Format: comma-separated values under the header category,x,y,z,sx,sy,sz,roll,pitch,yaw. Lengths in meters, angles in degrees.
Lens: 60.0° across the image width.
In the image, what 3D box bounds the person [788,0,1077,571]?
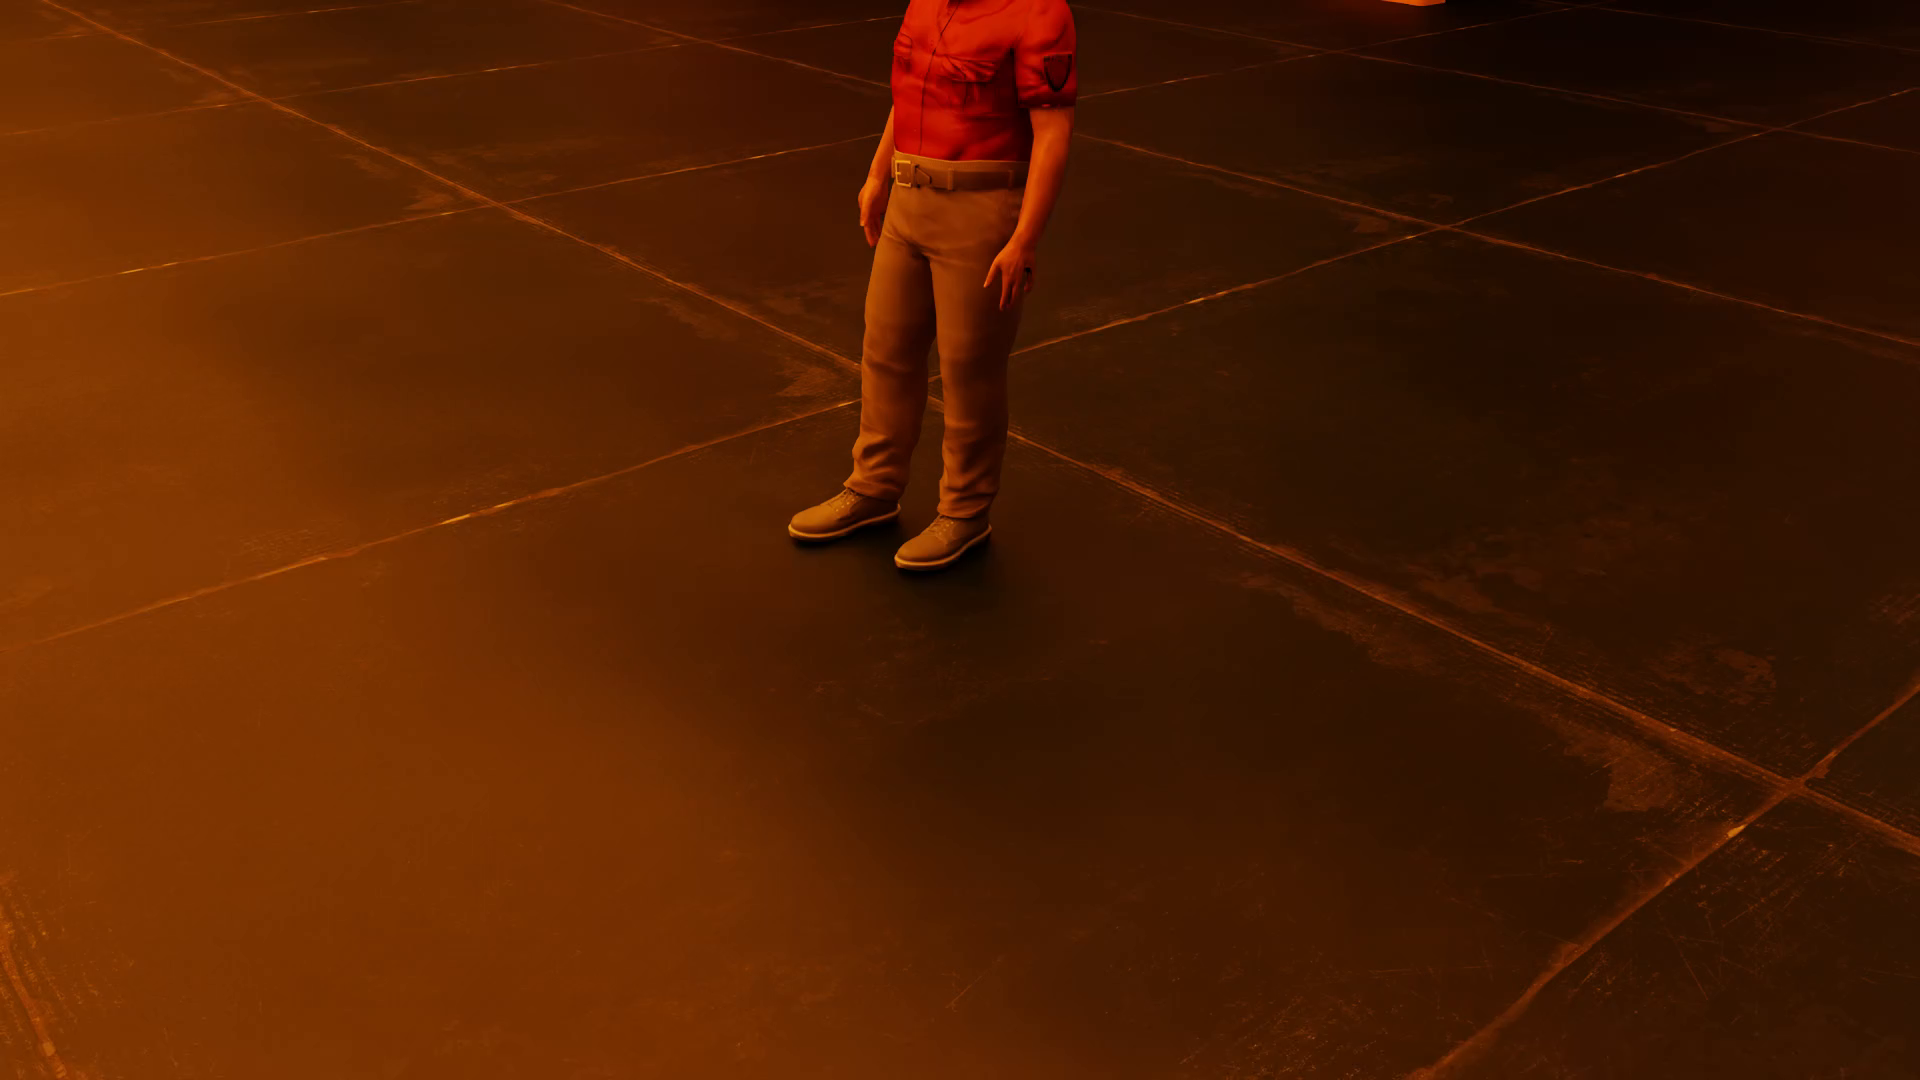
category,x,y,z,sx,sy,sz,roll,pitch,yaw
person,-0.076,-0.759,4.070,0.550,1.727,0.642,-20,33,-35
